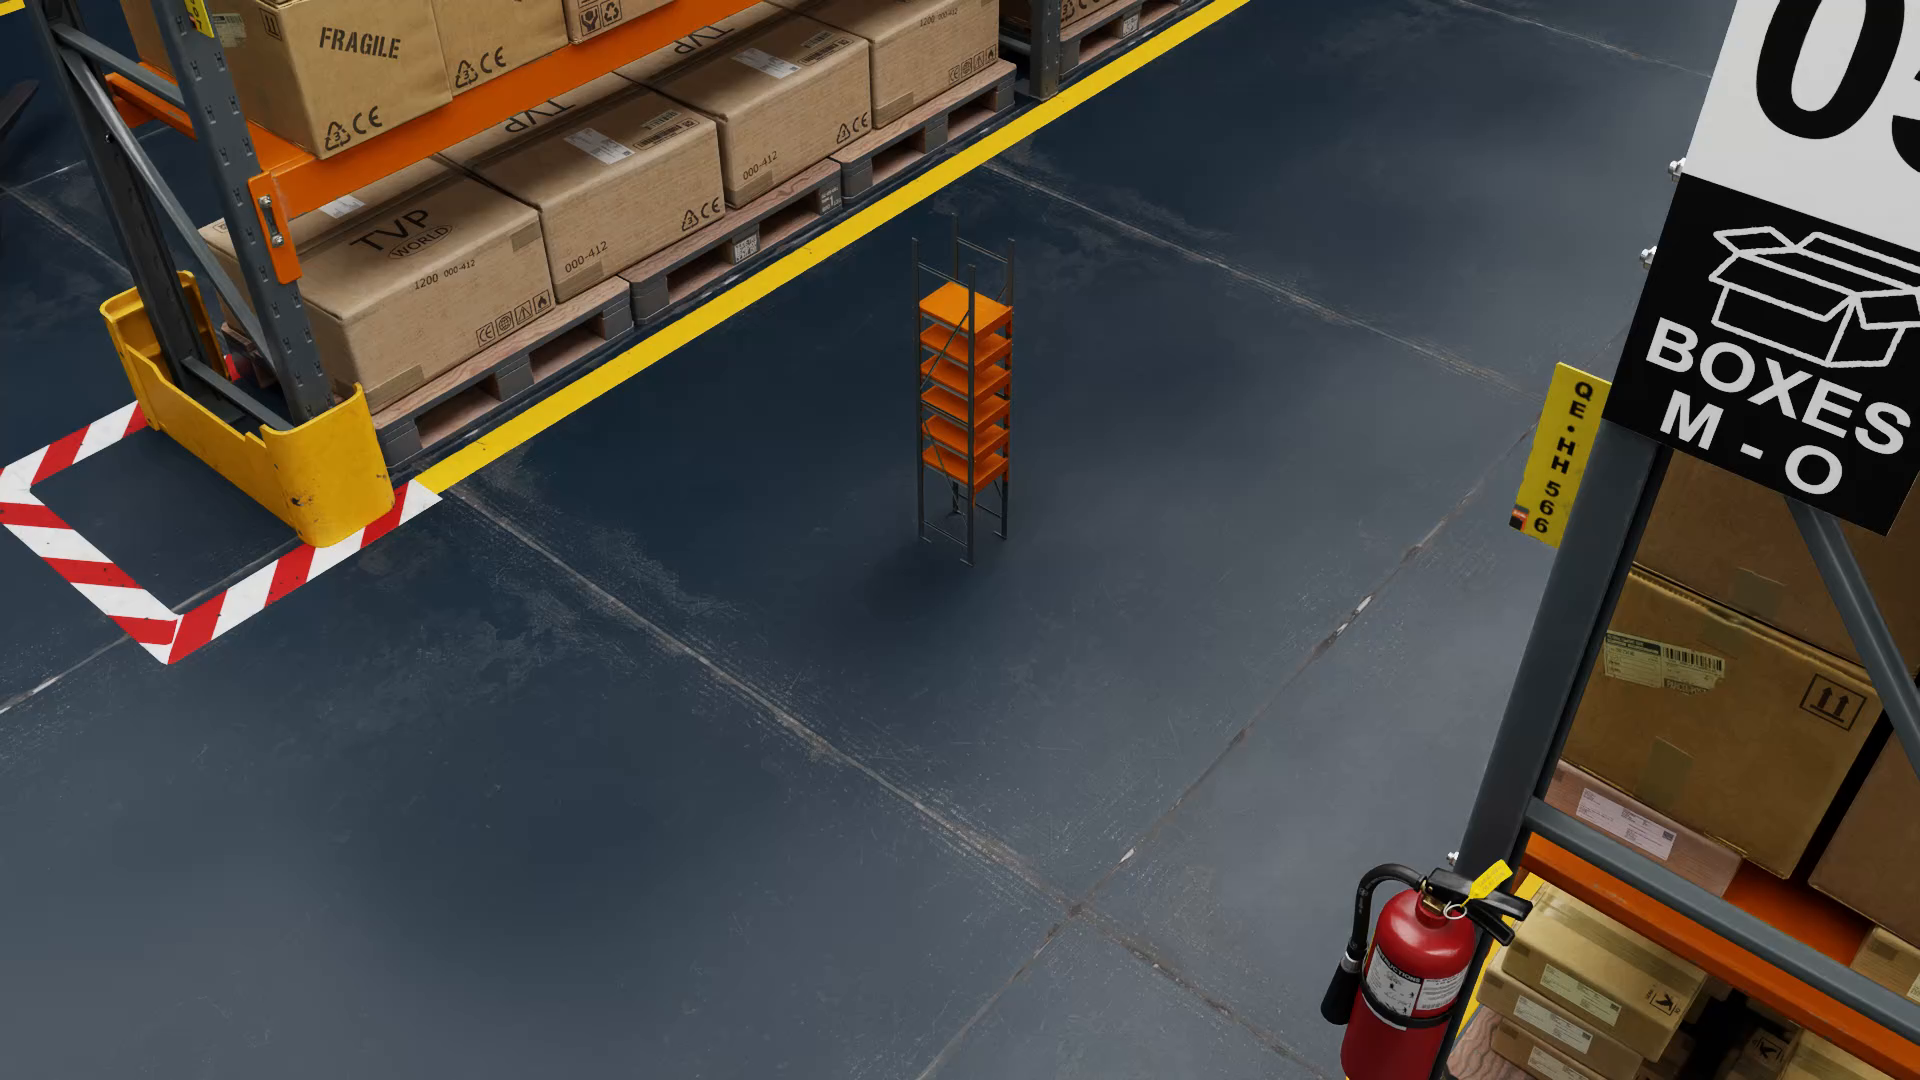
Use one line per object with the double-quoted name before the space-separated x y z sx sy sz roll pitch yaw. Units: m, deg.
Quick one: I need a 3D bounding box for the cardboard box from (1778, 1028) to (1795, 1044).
"cardboard box" 2.092 1.187 3.800 0.380 0.149 0.250 29 50 28

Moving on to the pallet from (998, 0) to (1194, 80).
"pallet" 0.499 -2.876 8.756 1.003 0.211 1.213 29 50 28

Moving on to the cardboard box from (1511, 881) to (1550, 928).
"cardboard box" 1.606 1.035 4.189 0.380 0.149 0.250 31 51 30

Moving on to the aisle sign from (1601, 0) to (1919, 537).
"aisle sign" 1.063 -0.381 2.007 0.394 0.787 0.004 29 50 28

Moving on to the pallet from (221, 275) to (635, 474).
"pallet" -2.060 -0.832 6.508 1.003 0.211 1.213 29 50 28

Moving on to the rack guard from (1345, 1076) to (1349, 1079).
"rack guard" 1.388 1.559 3.664 1.175 0.500 0.348 29 50 28

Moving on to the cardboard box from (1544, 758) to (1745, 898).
"cardboard box" 1.333 0.476 3.184 0.380 0.149 0.250 30 50 28

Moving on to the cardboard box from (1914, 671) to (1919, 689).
"cardboard box" 2.165 0.128 3.084 0.500 0.500 0.500 30 50 29

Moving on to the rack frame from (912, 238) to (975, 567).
"rack frame" -0.050 -0.404 5.303 0.240 1.200 0.006 29 50 28

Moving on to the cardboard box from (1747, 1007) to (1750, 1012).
"cardboard box" 2.182 1.140 4.073 0.380 0.149 0.250 30 50 29

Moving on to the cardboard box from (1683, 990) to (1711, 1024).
"cardboard box" 1.670 0.956 4.055 0.380 0.149 0.250 28 49 28

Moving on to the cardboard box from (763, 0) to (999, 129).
"cardboard box" -0.426 -2.408 7.761 0.875 0.438 0.875 29 50 28

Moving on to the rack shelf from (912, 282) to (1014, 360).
"rack shelf" 0.009 -0.685 5.142 0.258 0.103 0.180 29 50 28

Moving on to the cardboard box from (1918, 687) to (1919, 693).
"cardboard box" 1.831 0.040 2.438 0.500 0.500 0.500 29 50 28

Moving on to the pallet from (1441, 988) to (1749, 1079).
"pallet" 1.938 1.263 4.204 1.003 0.211 1.213 29 50 28

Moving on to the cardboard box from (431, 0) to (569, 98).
"cardboard box" -1.681 -1.850 5.481 0.500 0.500 0.500 29 50 28

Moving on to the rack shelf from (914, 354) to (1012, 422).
"rack shelf" 0.009 -0.507 5.304 0.258 0.103 0.180 29 50 28

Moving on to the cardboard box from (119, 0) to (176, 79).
"cardboard box" -2.407 -1.818 5.445 0.500 0.500 0.500 30 50 29

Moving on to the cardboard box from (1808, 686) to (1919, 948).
"cardboard box" 1.840 0.415 2.769 0.500 0.500 0.500 32 51 30

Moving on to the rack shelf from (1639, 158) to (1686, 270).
"rack shelf" 2.627 -1.200 3.145 1.077 0.370 4.000 29 50 28

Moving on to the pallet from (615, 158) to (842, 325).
"pallet" -1.274 -1.457 7.196 1.003 0.211 1.213 29 50 28

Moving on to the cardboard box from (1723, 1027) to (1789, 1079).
"cardboard box" 1.873 1.304 3.672 0.380 0.149 0.250 32 51 30

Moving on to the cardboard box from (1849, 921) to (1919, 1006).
"cardboard box" 1.799 0.741 2.892 0.380 0.149 0.250 29 50 28

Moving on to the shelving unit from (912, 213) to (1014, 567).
"shelving unit" 0.009 -0.451 5.355 0.258 1.200 0.189 29 50 28

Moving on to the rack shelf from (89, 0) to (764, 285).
"rack shelf" -1.227 -2.182 6.454 1.077 0.370 4.000 29 50 28

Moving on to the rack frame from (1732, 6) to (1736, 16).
"rack frame" 1.339 -1.546 0.762 1.000 3.000 0.127 29 50 28

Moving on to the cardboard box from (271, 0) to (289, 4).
"cardboard box" -1.987 -1.949 4.846 0.500 0.500 0.500 28 49 28

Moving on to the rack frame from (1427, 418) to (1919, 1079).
"rack frame" 1.339 0.673 2.780 1.000 3.000 0.127 29 50 28

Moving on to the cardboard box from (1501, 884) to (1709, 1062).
"cardboard box" 1.486 0.970 3.818 0.380 0.149 0.250 30 50 29

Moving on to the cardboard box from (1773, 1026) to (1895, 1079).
"cardboard box" 1.937 1.230 3.532 0.380 0.149 0.250 27 49 27

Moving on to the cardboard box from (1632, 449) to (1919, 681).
"cardboard box" 1.443 -0.187 2.687 0.500 0.500 0.500 28 49 28

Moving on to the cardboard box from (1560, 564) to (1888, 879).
"cardboard box" 1.432 0.183 3.023 0.500 0.500 0.500 31 50 29

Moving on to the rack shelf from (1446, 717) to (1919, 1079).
"rack shelf" 2.627 -0.090 4.154 1.077 0.370 4.000 29 50 28

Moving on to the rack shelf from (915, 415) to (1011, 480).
"rack shelf" 0.009 -0.330 5.465 0.258 0.103 0.180 29 50 28

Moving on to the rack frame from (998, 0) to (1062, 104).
"rack frame" 0.060 -3.477 7.345 1.000 3.000 0.127 29 50 28

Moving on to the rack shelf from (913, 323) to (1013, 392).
"rack shelf" 0.009 -0.596 5.223 0.258 0.103 0.180 29 50 28

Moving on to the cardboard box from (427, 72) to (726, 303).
"cardboard box" -1.584 -1.483 6.744 0.875 0.438 0.875 31 51 29

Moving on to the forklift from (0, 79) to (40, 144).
"forklift" -4.637 -2.057 5.834 1.130 2.935 3.031 0 42 0

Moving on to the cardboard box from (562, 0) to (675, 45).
"cardboard box" -1.340 -2.104 5.760 0.500 0.500 0.500 29 50 28

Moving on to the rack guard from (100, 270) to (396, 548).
"rack guard" -2.530 -0.481 5.907 1.175 0.500 0.348 29 50 28

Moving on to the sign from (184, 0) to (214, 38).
"sign" -2.093 -1.524 4.494 0.100 0.325 0.005 29 50 28

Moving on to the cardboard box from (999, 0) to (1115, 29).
"cardboard box" 0.398 -3.201 8.308 0.875 0.875 0.875 31 51 30

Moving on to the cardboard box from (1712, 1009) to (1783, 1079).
"cardboard box" 2.027 1.271 3.929 0.380 0.149 0.250 29 50 28

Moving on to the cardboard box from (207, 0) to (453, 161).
"cardboard box" -1.986 -1.578 5.181 0.500 0.500 0.500 29 50 28

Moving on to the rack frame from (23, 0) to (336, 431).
"rack frame" -2.514 -1.418 5.080 1.000 3.000 0.127 29 50 28

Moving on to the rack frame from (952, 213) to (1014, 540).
"rack frame" 0.068 -0.498 5.406 0.240 1.200 0.006 29 50 28

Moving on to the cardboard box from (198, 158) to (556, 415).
"cardboard box" -2.166 -1.008 6.222 0.875 0.438 0.875 28 49 27

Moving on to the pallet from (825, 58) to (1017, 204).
"pallet" -0.489 -2.088 7.890 1.003 0.211 1.213 29 50 28

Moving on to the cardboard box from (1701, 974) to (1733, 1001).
"cardboard box" 1.692 0.866 3.933 0.380 0.149 0.250 30 50 29

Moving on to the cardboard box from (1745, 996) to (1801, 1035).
"cardboard box" 2.022 1.036 3.746 0.380 0.149 0.250 30 50 29

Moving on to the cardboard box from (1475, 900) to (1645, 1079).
"cardboard box" 1.461 1.067 3.932 0.380 0.149 0.250 28 49 27

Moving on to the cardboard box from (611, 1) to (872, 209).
"cardboard box" -1.002 -1.947 7.254 0.875 0.438 0.875 28 49 27

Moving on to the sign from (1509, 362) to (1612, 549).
"sign" 0.927 -0.123 2.560 0.100 0.325 0.005 29 50 28

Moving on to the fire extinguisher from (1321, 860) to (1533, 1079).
"fire extinguisher" 0.824 0.770 3.008 0.296 0.674 0.183 29 50 28

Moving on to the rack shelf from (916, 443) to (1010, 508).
"rack shelf" 0.009 -0.241 5.546 0.258 0.103 0.180 29 50 28

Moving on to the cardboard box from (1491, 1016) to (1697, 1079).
"cardboard box" 1.519 1.211 3.995 0.380 0.149 0.250 30 50 29

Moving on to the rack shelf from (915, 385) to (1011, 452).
"rack shelf" 0.009 -0.419 5.384 0.258 0.103 0.180 29 50 28
